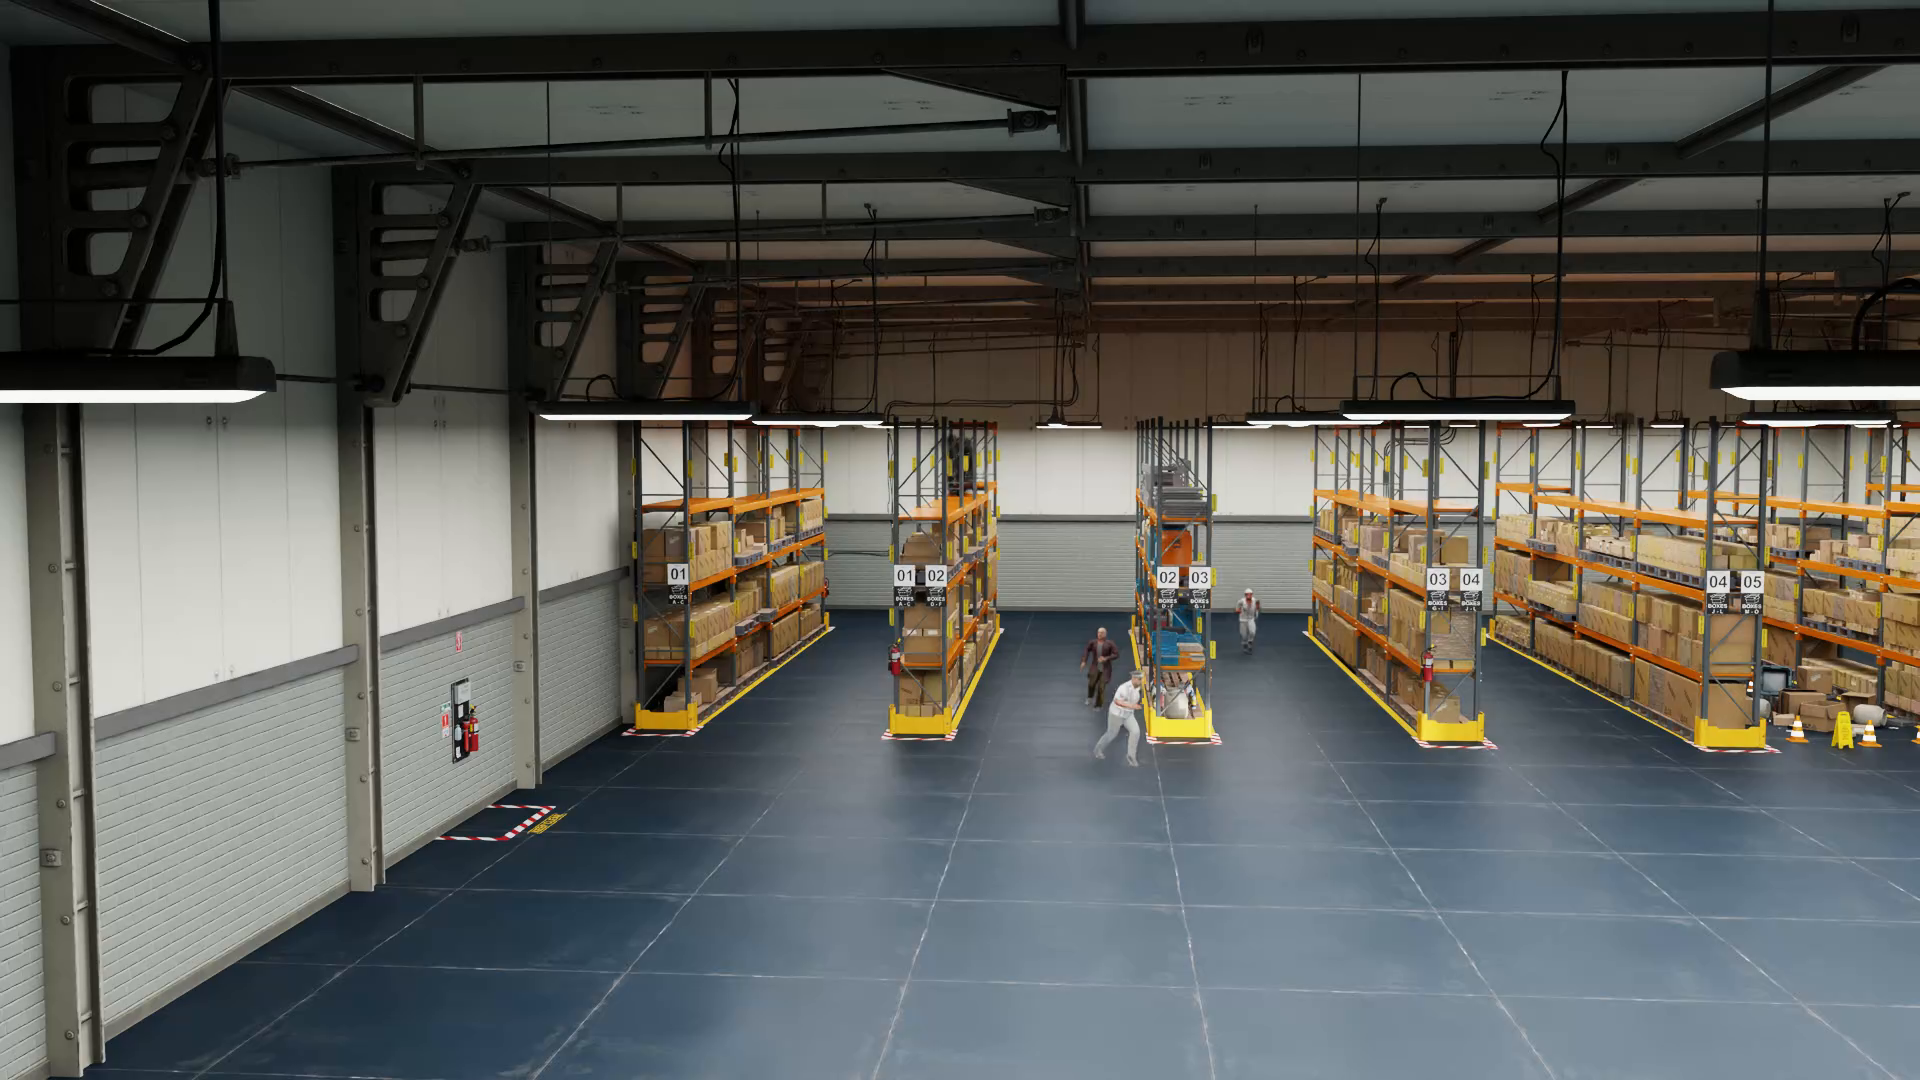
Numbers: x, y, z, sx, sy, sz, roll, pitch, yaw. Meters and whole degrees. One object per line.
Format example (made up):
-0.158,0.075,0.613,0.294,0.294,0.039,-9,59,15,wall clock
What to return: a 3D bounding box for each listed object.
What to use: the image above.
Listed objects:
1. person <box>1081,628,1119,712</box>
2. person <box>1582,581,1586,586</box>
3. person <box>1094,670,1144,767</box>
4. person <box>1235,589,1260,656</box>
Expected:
2.856,2.654,33.986,0.806,1.734,0.598,1,4,11,person
16.882,1.945,45.223,0.588,1.646,0.633,0,4,1,person
2.746,3.061,28.637,1.014,1.719,0.707,3,5,41,person
7.309,2.076,42.249,0.640,1.712,0.904,0,4,5,person
